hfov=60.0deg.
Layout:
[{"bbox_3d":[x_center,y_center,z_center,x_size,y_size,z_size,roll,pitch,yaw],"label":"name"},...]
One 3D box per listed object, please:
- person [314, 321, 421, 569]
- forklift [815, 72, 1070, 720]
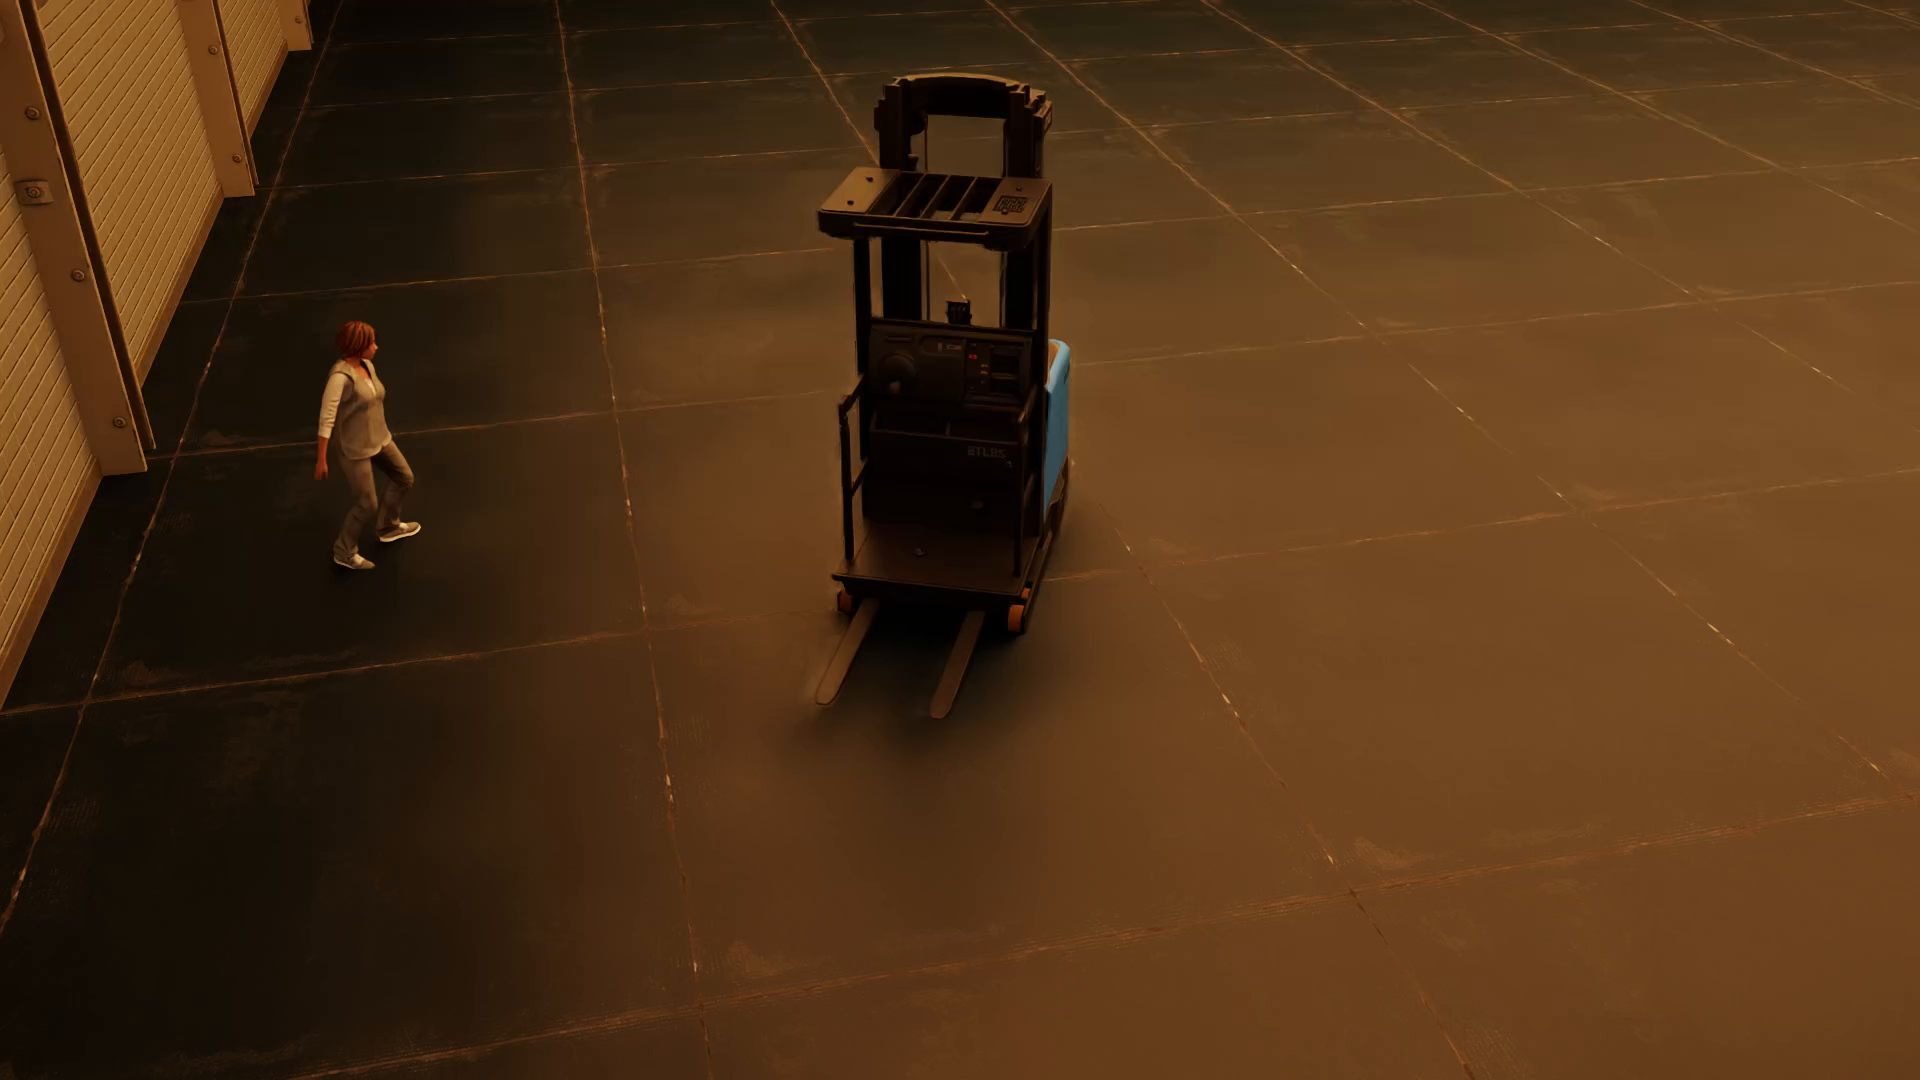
[{"bbox_3d":[-3.622,-0.547,9.955,0.419,1.566,0.744,7,31,11],"label":"person"},{"bbox_3d":[-0.101,-0.938,9.195,1.130,2.935,3.031,6,31,10],"label":"forklift"}]
